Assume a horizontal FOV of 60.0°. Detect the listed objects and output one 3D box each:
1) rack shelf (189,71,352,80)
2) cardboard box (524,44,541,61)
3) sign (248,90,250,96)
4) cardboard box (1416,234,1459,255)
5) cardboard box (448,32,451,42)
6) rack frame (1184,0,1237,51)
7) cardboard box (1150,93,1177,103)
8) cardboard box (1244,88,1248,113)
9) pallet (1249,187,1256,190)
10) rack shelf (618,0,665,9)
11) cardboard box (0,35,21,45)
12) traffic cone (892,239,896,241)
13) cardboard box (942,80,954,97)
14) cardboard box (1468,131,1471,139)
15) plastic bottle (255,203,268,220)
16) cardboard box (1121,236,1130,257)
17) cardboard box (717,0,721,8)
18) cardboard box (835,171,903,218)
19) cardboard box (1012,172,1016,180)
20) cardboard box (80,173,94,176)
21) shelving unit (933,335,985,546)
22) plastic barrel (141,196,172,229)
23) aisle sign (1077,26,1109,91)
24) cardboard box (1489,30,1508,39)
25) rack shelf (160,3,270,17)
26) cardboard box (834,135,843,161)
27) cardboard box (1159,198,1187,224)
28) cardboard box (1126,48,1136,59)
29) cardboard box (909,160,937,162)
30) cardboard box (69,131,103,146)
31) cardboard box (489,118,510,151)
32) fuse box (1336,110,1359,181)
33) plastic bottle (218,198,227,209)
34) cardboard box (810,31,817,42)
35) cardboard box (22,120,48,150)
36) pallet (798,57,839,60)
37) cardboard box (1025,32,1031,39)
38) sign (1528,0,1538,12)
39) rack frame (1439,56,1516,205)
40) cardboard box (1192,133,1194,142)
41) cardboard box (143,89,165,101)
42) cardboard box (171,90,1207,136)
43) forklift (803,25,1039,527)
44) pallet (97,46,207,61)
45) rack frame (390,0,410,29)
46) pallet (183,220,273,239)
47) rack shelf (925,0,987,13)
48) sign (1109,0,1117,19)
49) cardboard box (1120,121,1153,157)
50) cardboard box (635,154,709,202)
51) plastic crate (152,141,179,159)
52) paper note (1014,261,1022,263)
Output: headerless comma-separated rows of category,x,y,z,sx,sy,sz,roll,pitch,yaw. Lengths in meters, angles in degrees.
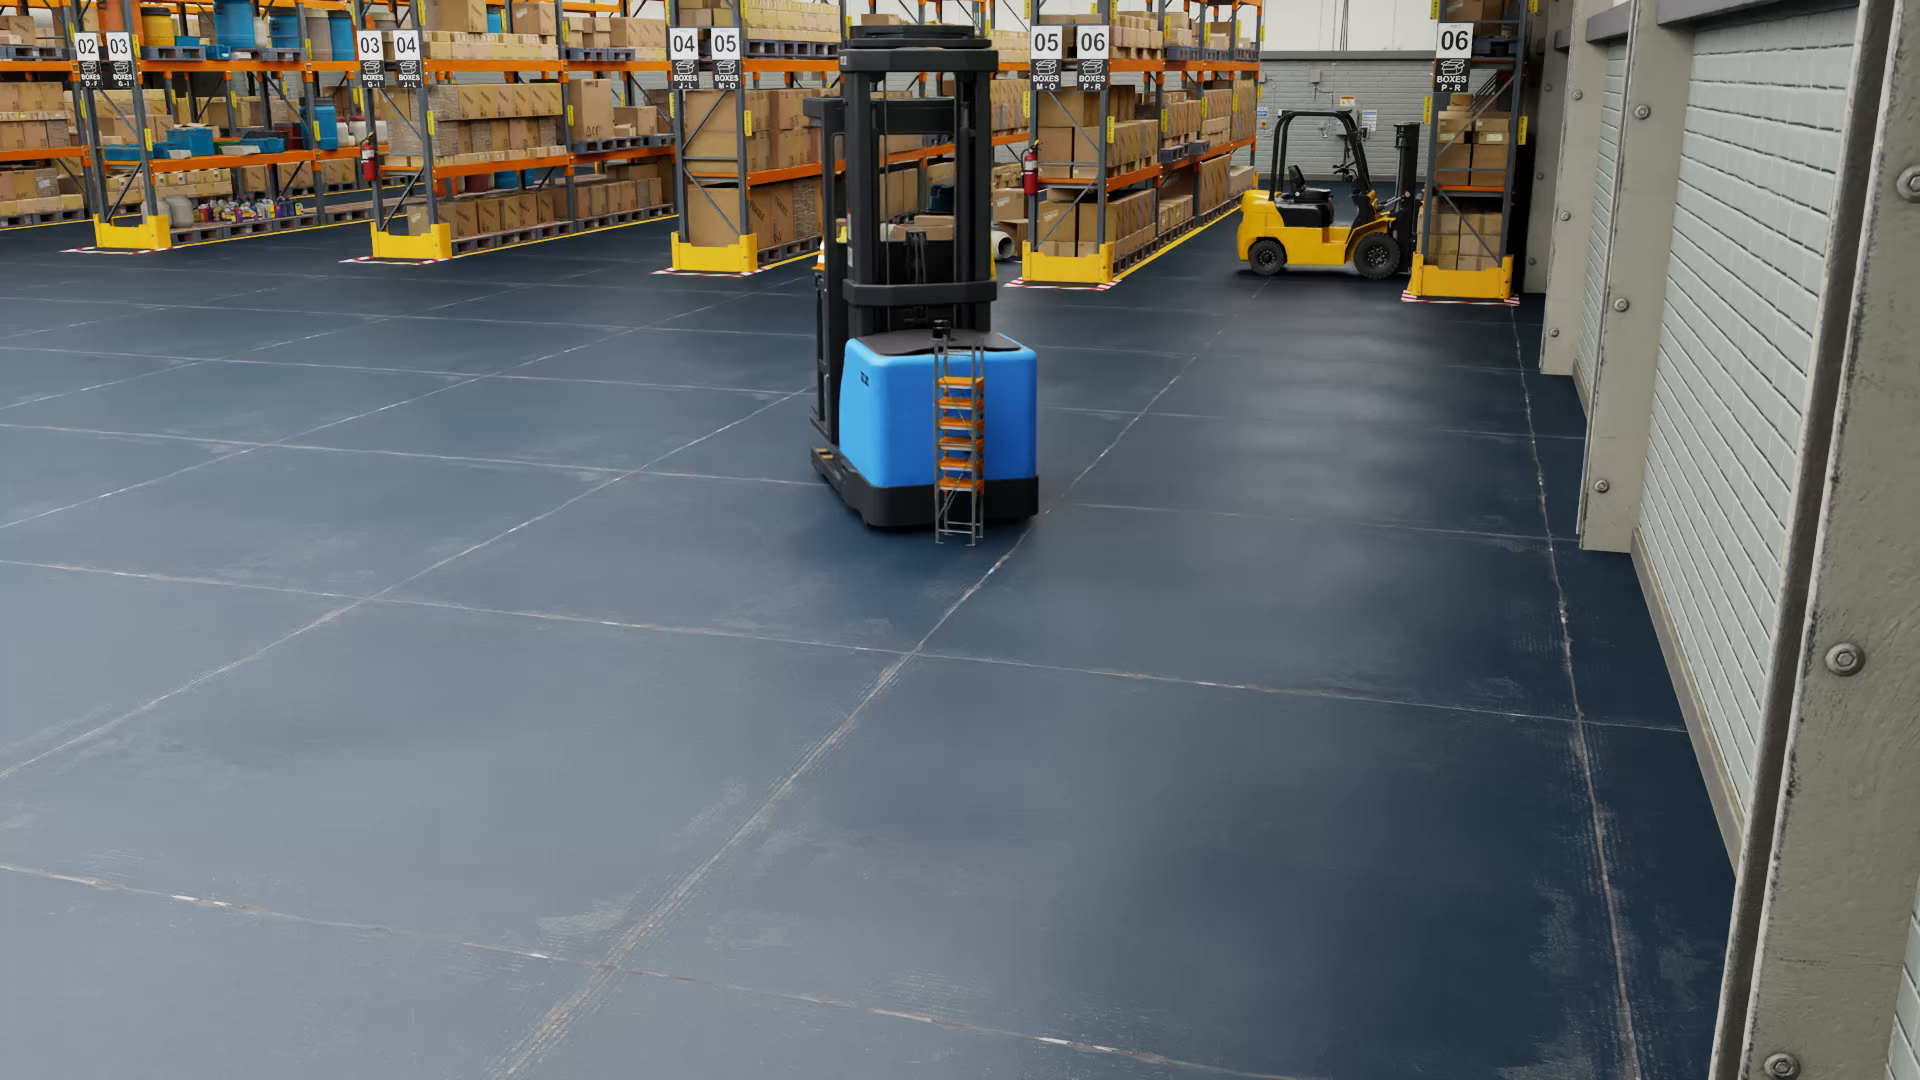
rack shelf,-14.768,-10.092,35.735,1.077,0.370,4.000,5,16,16
cardboard box,-7.014,-7.752,26.441,0.500,0.250,0.500,5,17,17
sign,-18.344,-11.447,42.960,0.100,0.325,0.005,5,16,16
cardboard box,5.987,-3.729,20.832,0.500,0.250,0.500,4,16,15
cardboard box,-7.693,-7.363,24.338,0.380,0.149,0.250,4,16,15
rack frame,4.798,-10.867,31.651,1.000,3.000,0.127,5,16,16
cardboard box,3.208,-6.981,26.258,0.380,0.149,0.250,6,17,19
cardboard box,5.618,-9.012,34.091,0.500,0.500,0.500,5,16,15
pallet,5.783,-7.471,35.781,1.003,0.211,1.213,5,16,16
rack shelf,-6.408,-9.527,28.979,1.077,0.370,4.000,5,16,16
cardboard box,-16.554,-8.680,28.873,0.380,0.149,0.250,5,16,16
traffic cone,-0.887,-3.831,22.487,0.336,0.463,0.334,5,16,16
cardboard box,-0.102,-9.155,34.047,0.500,0.500,0.500,4,16,14
cardboard box,6.477,-5.326,21.737,0.380,0.149,0.250,5,16,16
plastic bottle,-11.828,-5.574,28.169,0.152,0.276,0.135,5,17,17
cardboard box,2.035,-4.043,22.856,0.500,0.250,0.500,5,17,18
cardboard box,-3.471,-7.402,22.976,0.380,0.149,0.250,5,17,17
cardboard box,-1.618,-6.030,28.946,1.050,0.750,0.750,5,17,17
cardboard box,1.003,-7.926,36.185,0.380,0.149,0.250,5,17,17
cardboard box,-16.491,-6.839,31.687,0.500,0.311,0.500,5,17,17
shelving unit,-0.003,-0.573,9.650,0.258,1.200,0.189,4,16,15
plastic barrel,-12.748,-5.177,26.375,0.421,0.512,0.421,0,16,0
aisle sign,1.668,-6.052,20.905,0.394,0.787,0.004,5,16,16
cardboard box,7.714,-7.283,24.020,0.380,0.149,0.250,5,16,16
rack shelf,-18.382,-12.773,40.421,1.077,0.370,4.000,5,16,16
cardboard box,-2.343,-6.220,25.987,0.875,0.550,0.550,5,16,16
cardboard box,3.289,-5.532,27.880,0.950,0.372,0.625,4,16,15
cardboard box,2.157,-6.564,22.436,0.380,0.149,0.250,5,17,17
cardboard box,-0.738,-7.253,32.341,0.500,0.250,0.500,5,17,18
cardboard box,-16.375,-7.486,30.999,0.500,0.250,0.500,6,17,19
cardboard box,-7.567,-6.340,25.958,0.875,0.500,0.500,5,16,16
fuse box,9.488,-9.684,40.834,0.539,1.711,0.414,5,16,16
plastic bottle,-12.527,-5.638,28.258,0.144,0.351,0.185,4,16,15
cardboard box,-2.335,-7.432,24.545,0.380,0.149,0.250,5,17,17
cardboard box,-16.737,-7.219,29.599,0.700,0.500,0.500,4,16,15
pallet,-2.037,-7.840,26.827,0.805,0.209,1.217,4,16,14
cardboard box,1.348,-11.078,36.521,0.380,0.149,0.250,4,16,15
sign,6.679,-6.315,19.351,0.100,0.325,0.005,5,16,16
rack frame,7.285,-5.504,23.737,1.000,3.000,0.127,5,16,16
cardboard box,3.679,-6.701,27.649,0.380,0.149,0.250,4,16,13
cardboard box,-18.838,-10.321,38.582,0.500,0.250,0.500,5,17,17
cardboard box,-7.131,-8.777,33.898,24.749,0.652,3.931,5,16,15
forklift,-0.402,-1.848,10.975,1.130,2.935,3.031,-4,16,-15
pallet,-12.533,-7.555,25.818,1.003,0.211,1.213,5,16,16
rack frame,-10.589,-10.973,32.025,1.000,3.000,0.127,5,16,16
pallet,-12.301,-5.206,27.798,1.003,0.211,1.213,5,16,16
rack shelf,-0.545,-10.163,31.219,1.077,0.370,4.000,5,16,16
sign,1.908,-6.663,20.725,0.100,0.325,0.005,5,16,16
cardboard box,2.497,-5.808,24.082,0.500,0.500,0.500,5,17,18
cardboard box,-5.624,-7.062,32.353,1.225,0.875,0.875,4,16,13
plastic crate,-12.817,-6.246,26.626,0.499,0.251,0.408,5,16,16
paper note,0.843,-4.001,23.879,0.142,0.019,0.148,-1,16,-3
